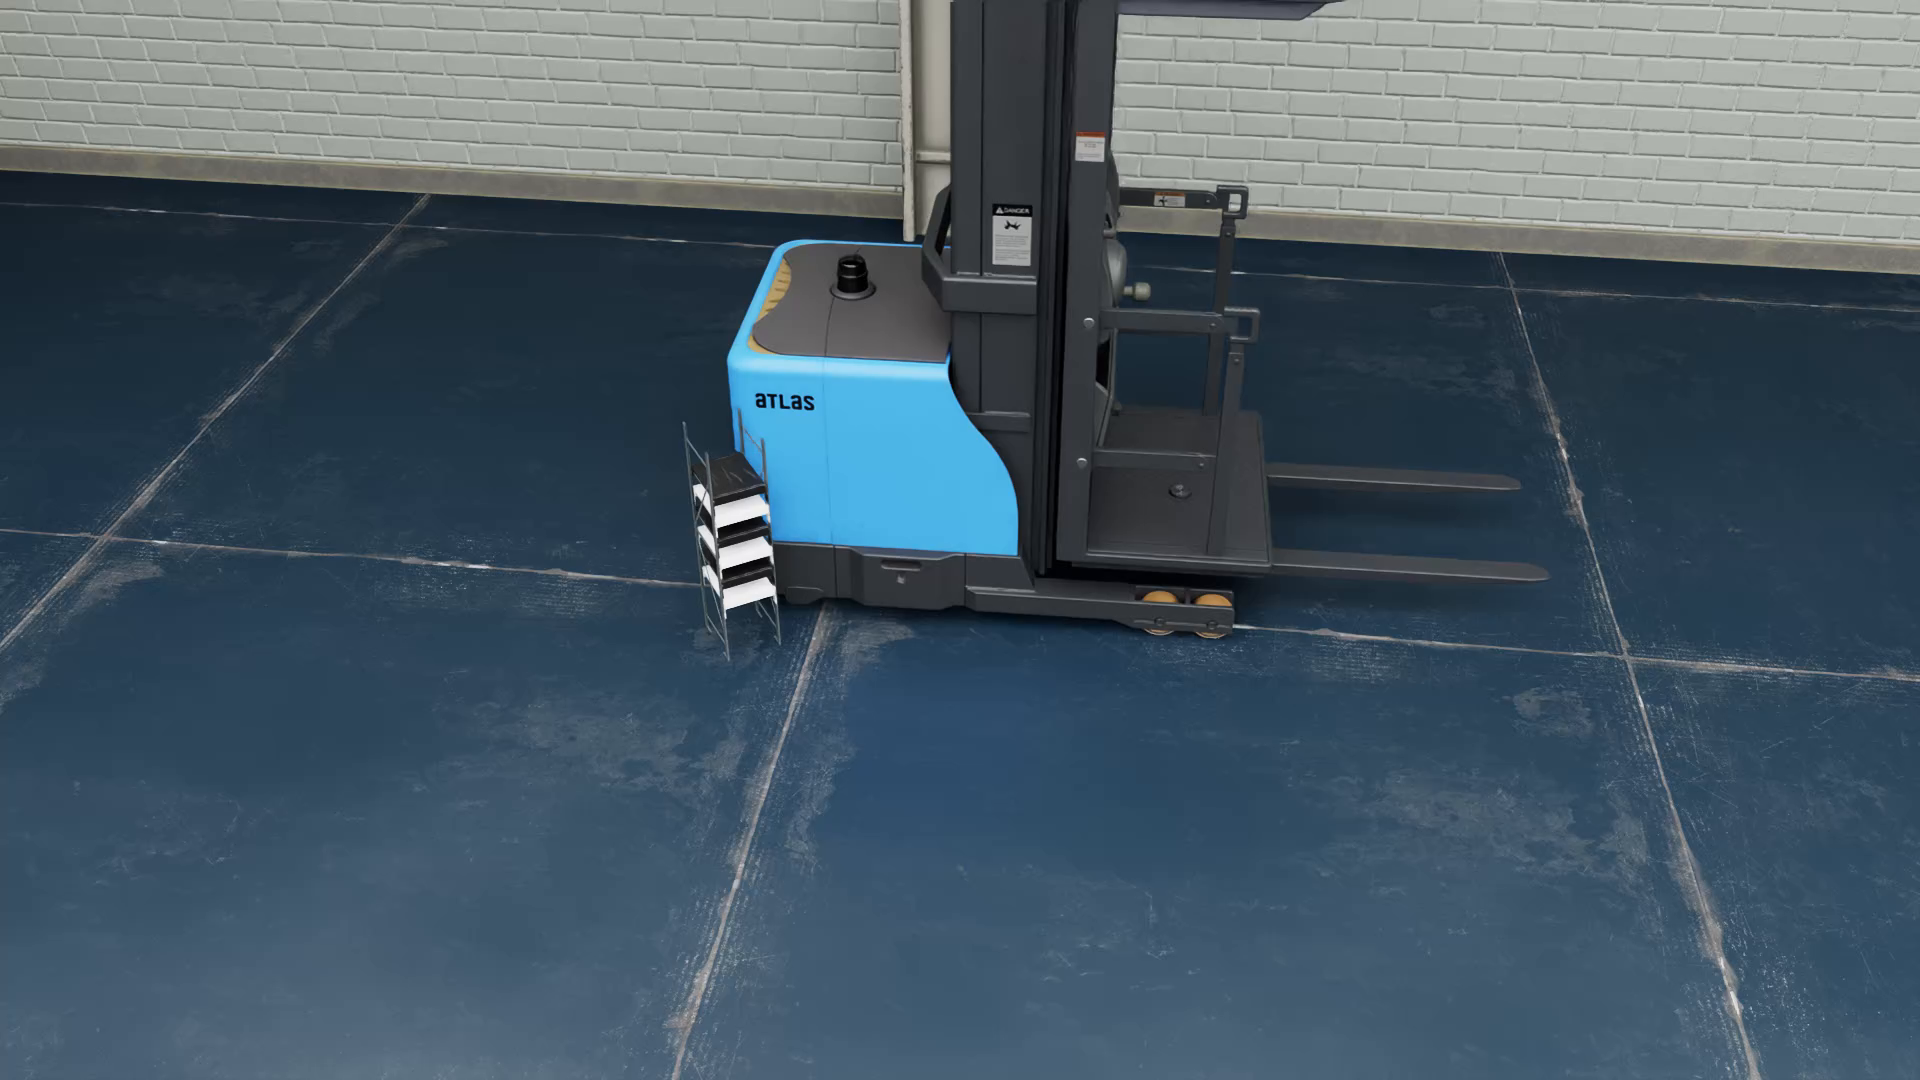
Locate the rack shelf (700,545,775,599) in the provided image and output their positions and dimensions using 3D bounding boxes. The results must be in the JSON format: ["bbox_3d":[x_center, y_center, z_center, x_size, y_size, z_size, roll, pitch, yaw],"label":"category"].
[{"bbox_3d":[-0.816,0.090,6.061,0.200,0.077,0.258,-17,39,-22],"label":"rack shelf"}]

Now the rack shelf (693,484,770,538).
[{"bbox_3d":[-0.816,-0.129,5.904,0.200,0.077,0.258,-17,39,-22],"label":"rack shelf"}]

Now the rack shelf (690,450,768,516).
[{"bbox_3d":[-0.816,-0.203,5.852,0.200,0.077,0.258,-17,39,-22],"label":"rack shelf"}]

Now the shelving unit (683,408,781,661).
[{"bbox_3d":[-0.816,-0.010,5.989,0.210,0.900,0.258,-17,39,-22],"label":"shelving unit"}]

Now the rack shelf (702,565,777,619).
[{"bbox_3d":[-0.816,0.164,6.113,0.200,0.077,0.258,-17,39,-22],"label":"rack shelf"}]

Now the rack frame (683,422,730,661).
[{"bbox_3d":[-0.906,0.017,5.951,0.006,0.900,0.240,-17,39,-22],"label":"rack frame"}]

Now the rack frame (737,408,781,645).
[{"bbox_3d":[-0.726,-0.037,6.027,0.006,0.900,0.240,-17,39,-22],"label":"rack frame"}]

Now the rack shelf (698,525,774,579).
[{"bbox_3d":[-0.816,0.017,6.009,0.200,0.077,0.258,-17,39,-22],"label":"rack shelf"}]

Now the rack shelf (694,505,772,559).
[{"bbox_3d":[-0.816,-0.056,5.956,0.200,0.077,0.258,-17,39,-22],"label":"rack shelf"}]

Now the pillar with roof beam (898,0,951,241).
[{"bbox_3d":[-0.639,-2.880,3.039,0.400,9.000,9.100,4,36,6],"label":"pillar with roof beam"}]

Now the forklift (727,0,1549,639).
[{"bbox_3d":[0.714,-1.150,5.838,3.031,2.935,1.130,3,36,5],"label":"forklift"}]
